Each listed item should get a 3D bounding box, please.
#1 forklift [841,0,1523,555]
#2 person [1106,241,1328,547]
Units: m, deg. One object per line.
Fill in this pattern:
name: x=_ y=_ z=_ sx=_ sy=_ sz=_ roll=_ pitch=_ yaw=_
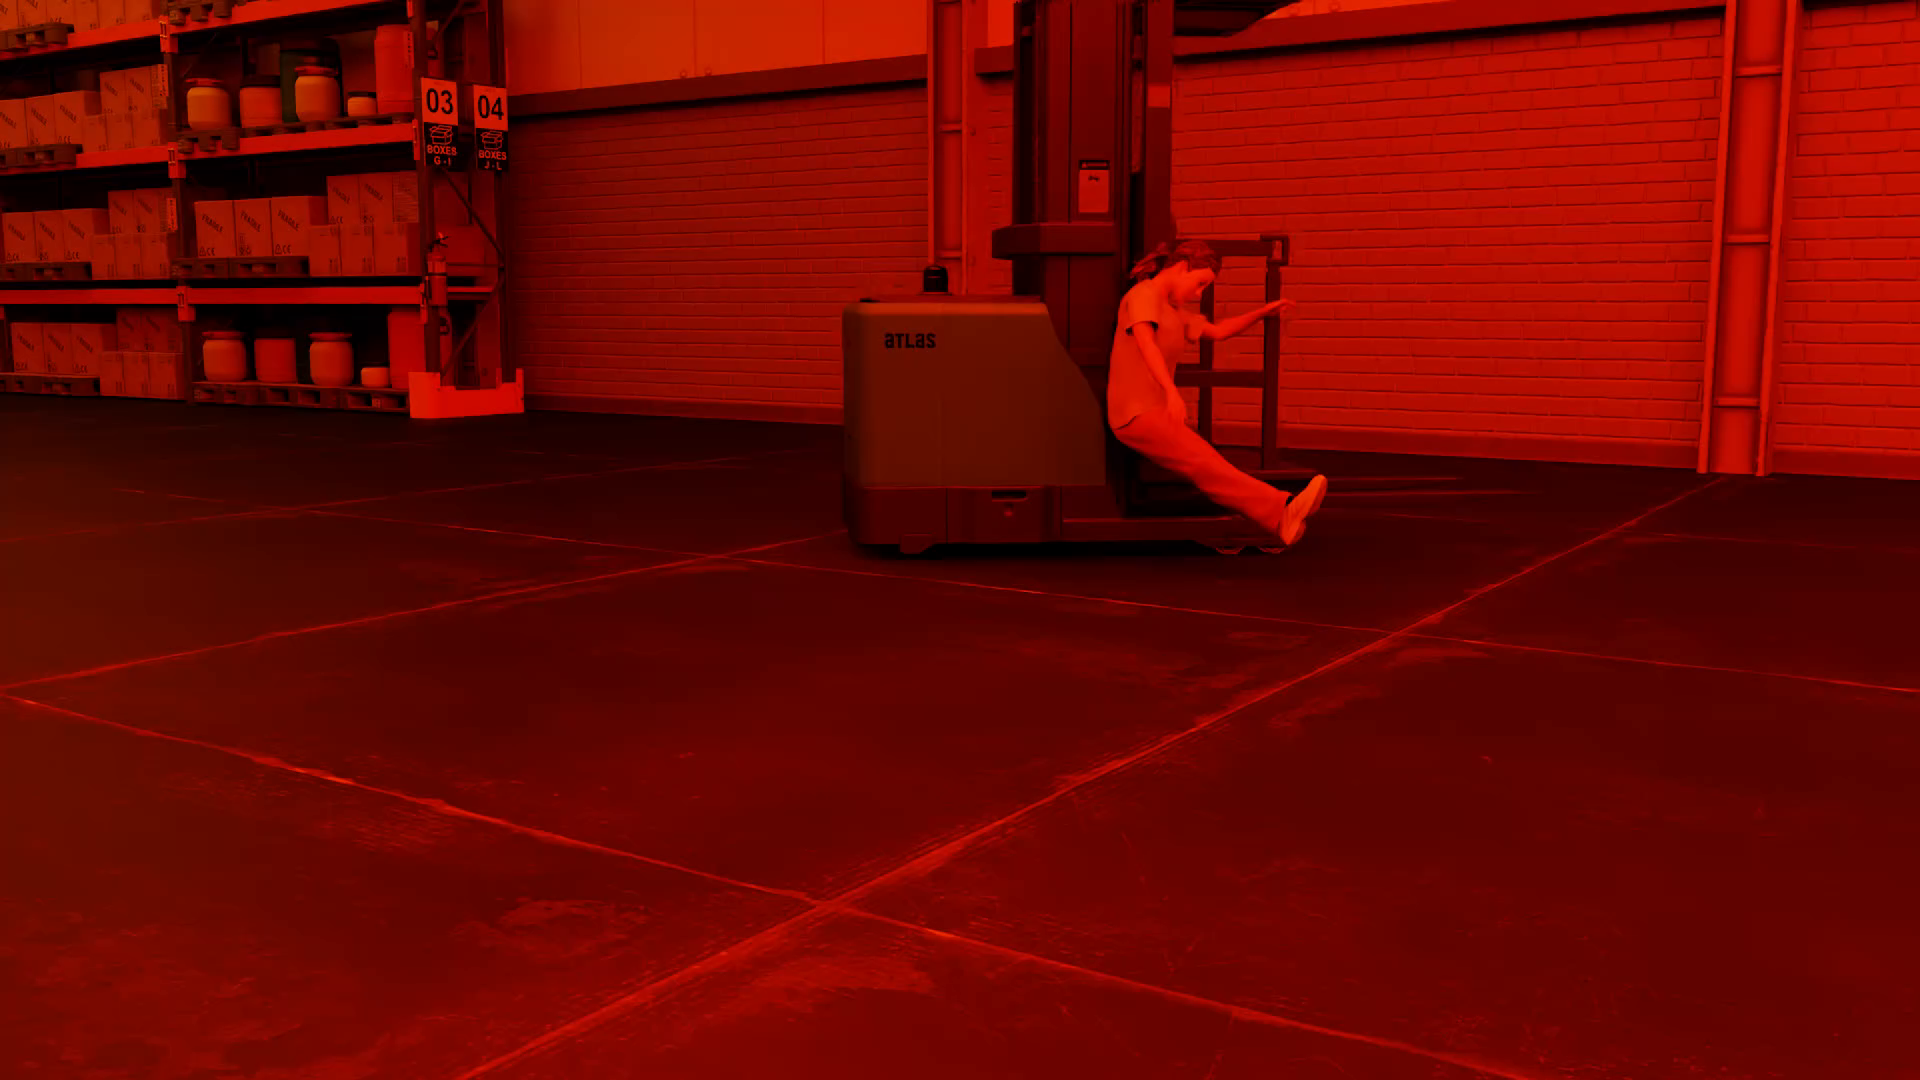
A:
forklift: x=0.999 y=-1.459 z=7.454 sx=3.031 sy=2.935 sz=1.130 roll=-1 pitch=8 yaw=-8
person: x=1.053 y=-0.581 z=6.893 sx=1.158 sy=1.307 sz=0.925 roll=4 pitch=9 yaw=26
